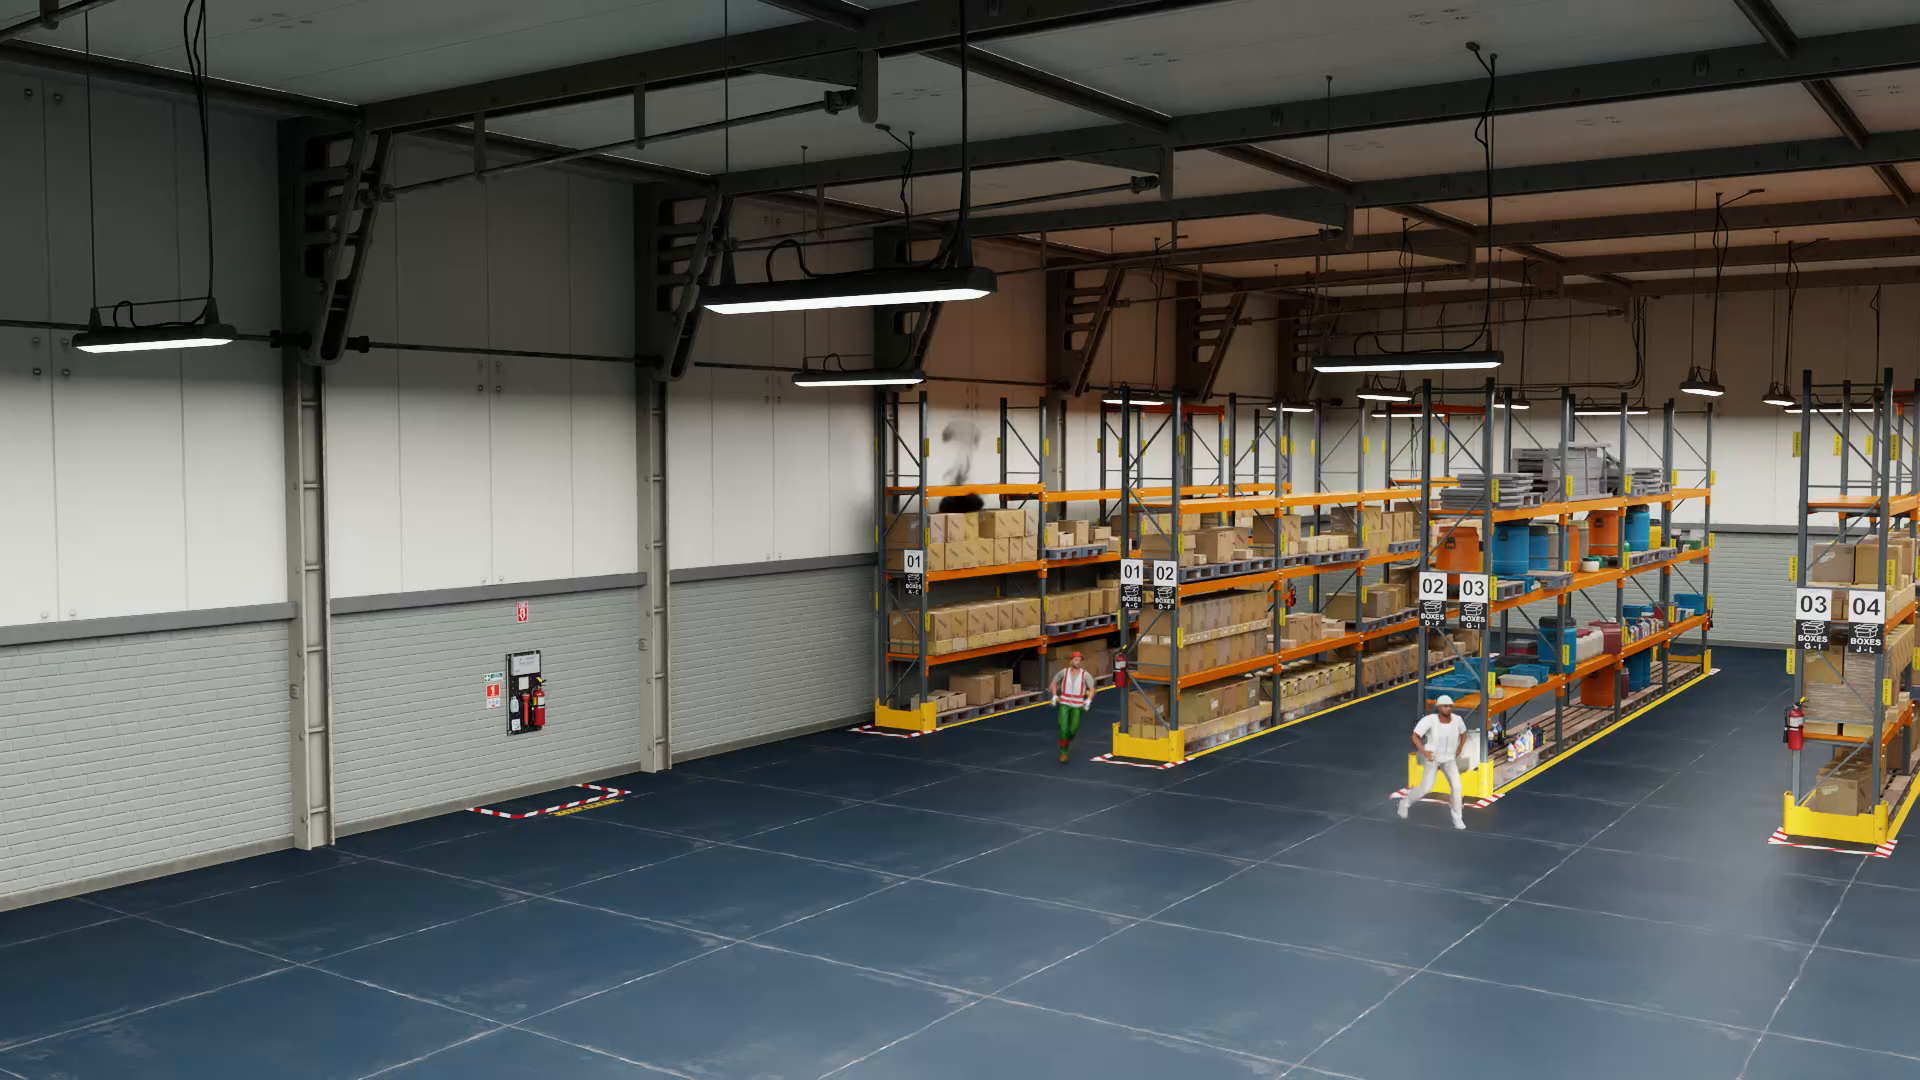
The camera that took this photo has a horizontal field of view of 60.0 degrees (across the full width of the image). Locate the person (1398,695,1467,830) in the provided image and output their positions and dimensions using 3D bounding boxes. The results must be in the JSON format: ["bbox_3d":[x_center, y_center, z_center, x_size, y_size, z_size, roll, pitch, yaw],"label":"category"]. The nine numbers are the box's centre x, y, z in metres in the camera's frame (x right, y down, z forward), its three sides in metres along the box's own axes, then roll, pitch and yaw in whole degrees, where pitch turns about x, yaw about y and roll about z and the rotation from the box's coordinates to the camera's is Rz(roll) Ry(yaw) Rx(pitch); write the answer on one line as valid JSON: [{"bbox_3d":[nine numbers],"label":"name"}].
[{"bbox_3d":[6.340,2.928,22.071,0.915,1.761,0.744,-1,3,-12],"label":"person"}]

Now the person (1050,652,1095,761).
[{"bbox_3d":[1.809,2.657,26.732,0.716,1.741,0.595,0,3,3],"label":"person"}]
